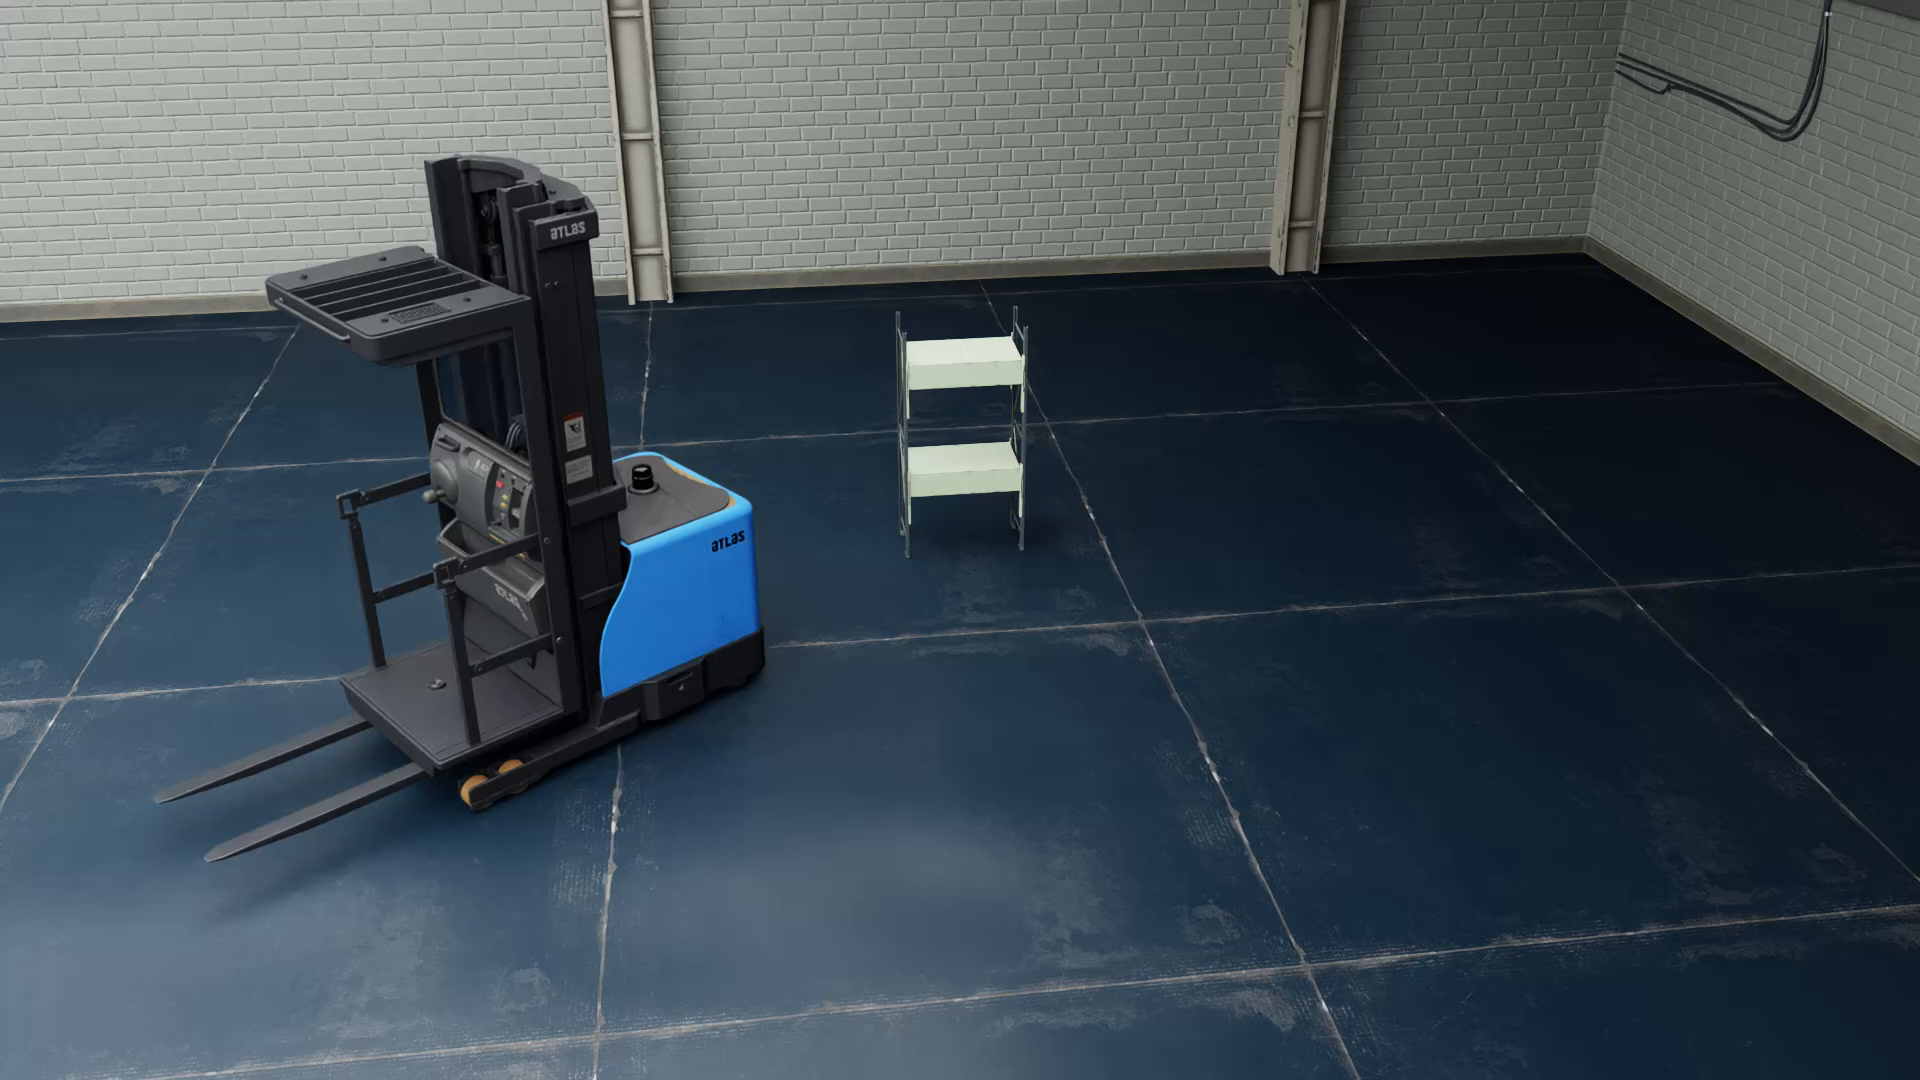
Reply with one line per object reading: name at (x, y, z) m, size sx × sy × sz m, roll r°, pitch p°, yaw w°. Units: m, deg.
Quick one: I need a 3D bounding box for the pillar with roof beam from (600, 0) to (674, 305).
pillar with roof beam at (-2.181, -4.242, 9.160) m, size 0.400 × 9.000 × 9.100 m, roll -4°, pitch 27°, yaw -7°

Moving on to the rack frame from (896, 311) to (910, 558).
rack frame at (-0.356, -0.644, 10.363) m, size 0.023 × 1.500 × 0.400 m, roll -4°, pitch 27°, yaw -7°

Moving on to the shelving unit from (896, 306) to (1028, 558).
shelving unit at (0.007, -0.668, 10.408) m, size 0.755 × 1.500 × 0.431 m, roll -4°, pitch 27°, yaw -7°

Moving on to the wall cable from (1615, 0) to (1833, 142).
wall cable at (6.263, -4.778, 13.606) m, size 0.112 × 2.526 × 3.097 m, roll -4°, pitch 27°, yaw -7°

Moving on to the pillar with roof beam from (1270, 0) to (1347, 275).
pillar with roof beam at (3.761, -4.624, 9.904) m, size 0.400 × 9.000 × 9.100 m, roll -4°, pitch 27°, yaw -7°

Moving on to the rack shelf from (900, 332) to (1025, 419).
rack shelf at (0.007, -1.015, 10.230) m, size 0.720 × 0.370 × 0.431 m, roll -4°, pitch 27°, yaw -7°

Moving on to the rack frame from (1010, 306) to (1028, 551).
rack frame at (0.369, -0.691, 10.454) m, size 0.023 × 1.500 × 0.400 m, roll -4°, pitch 27°, yaw -7°

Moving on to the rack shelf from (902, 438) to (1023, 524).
rack shelf at (0.007, -0.378, 10.557) m, size 0.720 × 0.370 × 0.431 m, roll -4°, pitch 27°, yaw -7°

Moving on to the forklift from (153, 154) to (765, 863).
forklift at (-2.499, -0.248, 8.022) m, size 3.031 × 2.935 × 1.130 m, roll -23°, pitch 35°, yaw -38°
